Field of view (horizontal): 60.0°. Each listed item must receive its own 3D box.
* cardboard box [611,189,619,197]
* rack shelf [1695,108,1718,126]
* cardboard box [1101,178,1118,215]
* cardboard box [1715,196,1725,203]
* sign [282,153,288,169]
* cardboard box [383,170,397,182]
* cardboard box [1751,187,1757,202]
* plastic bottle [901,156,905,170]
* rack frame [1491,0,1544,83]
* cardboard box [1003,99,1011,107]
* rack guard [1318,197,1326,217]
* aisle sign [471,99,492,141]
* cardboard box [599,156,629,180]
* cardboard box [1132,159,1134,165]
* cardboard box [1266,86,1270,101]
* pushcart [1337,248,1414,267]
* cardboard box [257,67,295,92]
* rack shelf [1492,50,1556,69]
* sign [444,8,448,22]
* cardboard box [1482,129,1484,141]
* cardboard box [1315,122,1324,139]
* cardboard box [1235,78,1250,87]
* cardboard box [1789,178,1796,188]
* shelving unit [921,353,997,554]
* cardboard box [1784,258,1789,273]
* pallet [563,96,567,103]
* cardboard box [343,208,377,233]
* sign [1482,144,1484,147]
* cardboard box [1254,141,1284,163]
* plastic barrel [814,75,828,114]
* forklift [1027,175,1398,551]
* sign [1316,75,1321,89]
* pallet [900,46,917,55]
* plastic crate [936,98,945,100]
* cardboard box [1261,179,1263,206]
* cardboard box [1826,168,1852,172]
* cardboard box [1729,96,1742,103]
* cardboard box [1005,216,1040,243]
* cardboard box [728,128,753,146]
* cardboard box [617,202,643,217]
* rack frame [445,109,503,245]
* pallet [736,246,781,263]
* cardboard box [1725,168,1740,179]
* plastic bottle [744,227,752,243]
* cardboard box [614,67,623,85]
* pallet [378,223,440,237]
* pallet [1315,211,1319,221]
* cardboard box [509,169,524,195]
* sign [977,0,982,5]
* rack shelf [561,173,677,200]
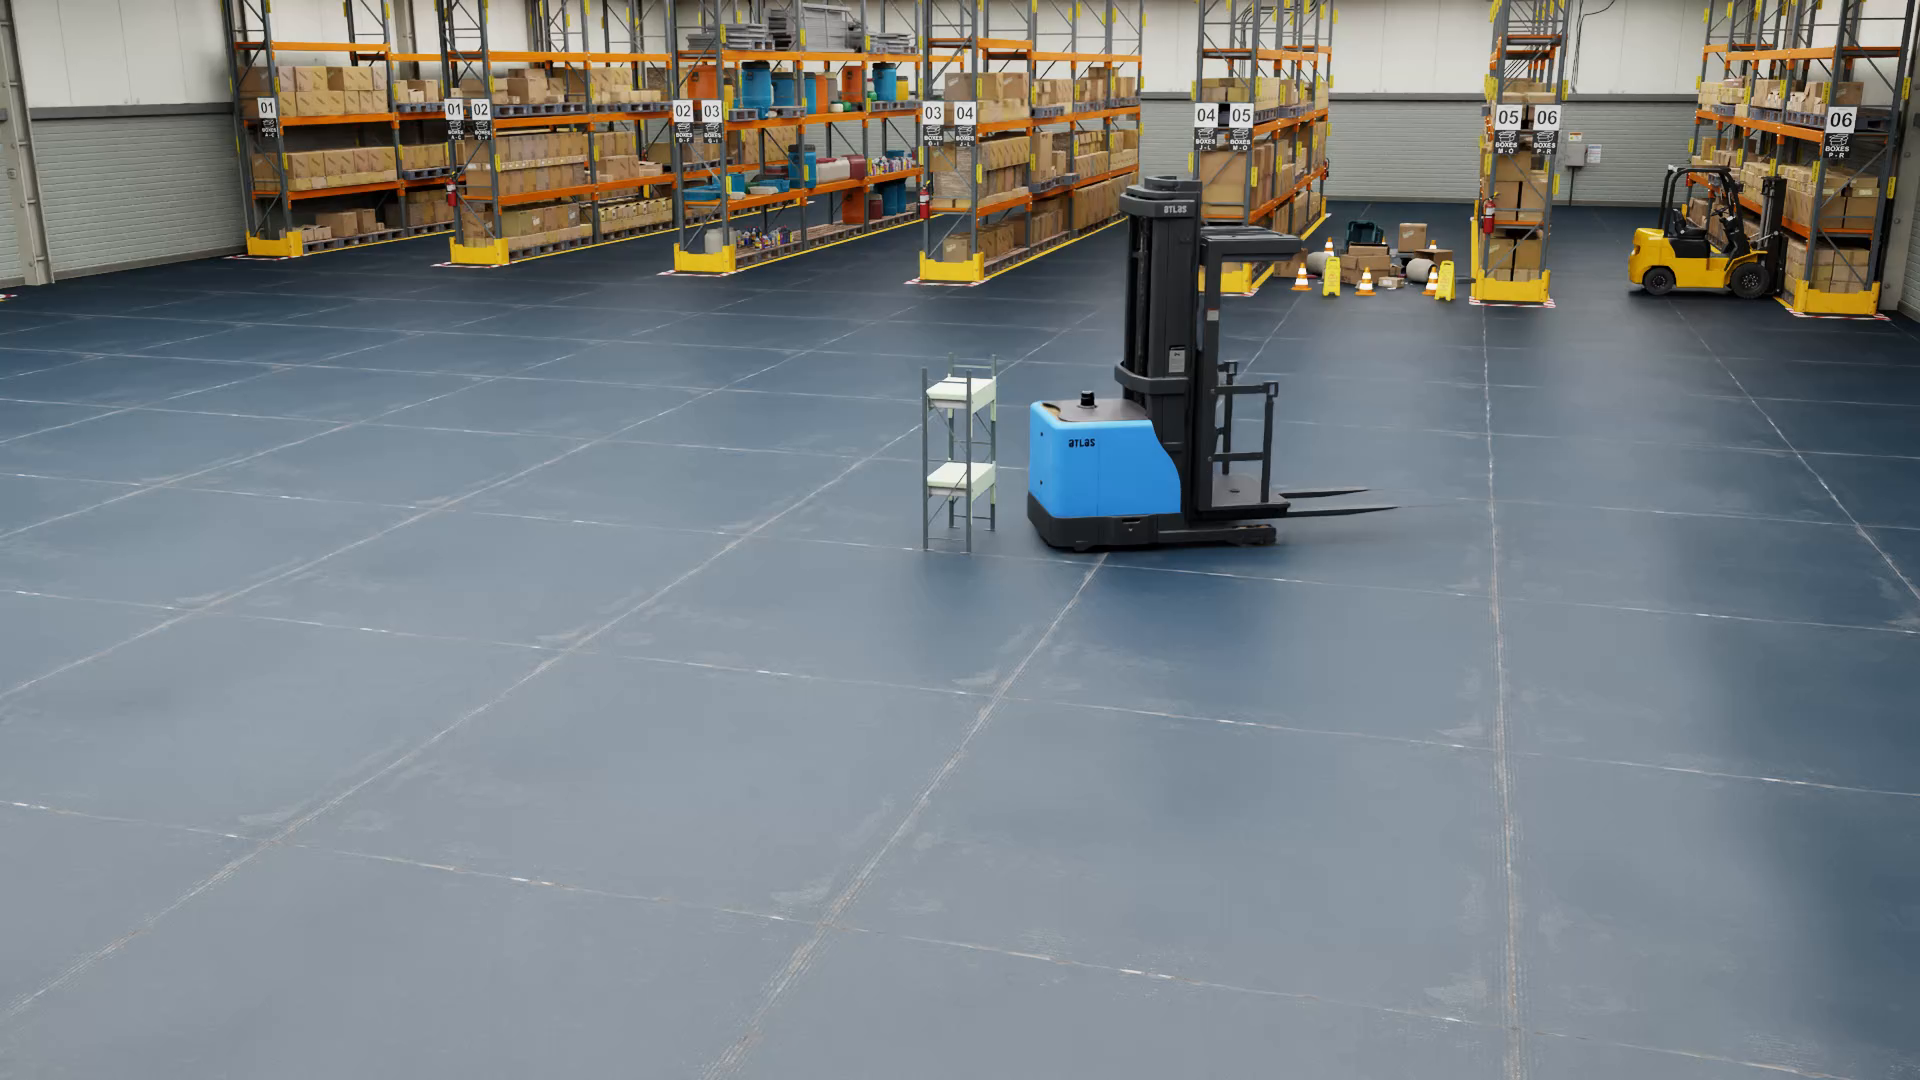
[{"bbox_3d":[-10.265,-10.160,47.964,0.700,0.500,0.500,4,16,14],"label":"cardboard box"},{"bbox_3d":[18.063,-9.883,38.998,1.077,0.370,4.000,5,16,16],"label":"rack shelf"},{"bbox_3d":[3.497,-8.762,42.346,0.875,0.875,0.875,5,16,16],"label":"cardboard box"},{"bbox_3d":[17.196,-7.640,37.344,0.380,0.149,0.250,4,16,15],"label":"cardboard box"},{"bbox_3d":[-13.904,-7.803,34.255,0.100,0.325,0.005,5,16,16],"label":"sign"},{"bbox_3d":[-13.132,-8.265,37.709,0.500,0.250,0.500,5,16,16],"label":"cardboard box"},{"bbox_3d":[15.561,-6.645,32.035,0.500,0.250,0.500,5,17,18],"label":"cardboard box"},{"bbox_3d":[-1.463,-9.510,41.951,0.144,0.351,0.185,5,16,16],"label":"plastic bottle"},{"bbox_3d":[12.735,-11.533,37.999,1.000,3.000,0.127,5,16,16],"label":"rack frame"},{"bbox_3d":[0.775,-8.432,32.109,0.380,0.149,0.250,5,17,18],"label":"cardboard box"},{"bbox_3d":[9.075,-8.828,44.038,1.175,0.500,0.348,5,16,16],"label":"rack guard"},{"bbox_3d":[-9.399,-8.255,32.671,0.394,0.787,0.004,5,16,16],"label":"aisle sign"},{"bbox_3d":[-8.011,-8.608,38.498,0.500,0.500,0.500,5,16,16],"label":"cardboard box"},{"bbox_3d":[4.439,-10.088,44.360,0.380,0.149,0.250,5,16,16],"label":"cardboard box"},{"bbox_3d":[5.362,-8.131,30.280,0.500,0.250,0.500,5,16,16],"label":"cardboard box"},{"bbox_3d":[8.261,-5.456,32.374,1.648,0.377,0.936,-1,16,-3],"label":"pushcart"},{"bbox_3d":[-14.082,-9.492,34.248,0.500,0.500,0.500,3,16,12],"label":"cardboard box"},{"bbox_3d":[11.029,-9.425,32.617,1.077,0.370,4.000,5,16,16],"label":"rack shelf"},{"bbox_3d":[-12.684,-12.975,41.081,0.100,0.325,0.005,5,16,16],"label":"sign"},{"bbox_3d":[13.462,-10.119,41.992,0.500,0.500,0.500,4,16,15],"label":"cardboard box"},{"bbox_3d":[9.061,-10.451,42.619,0.500,0.500,0.500,4,16,14],"label":"cardboard box"},{"bbox_3d":[4.950,-7.883,28.675,0.380,0.149,0.250,5,17,16],"label":"cardboard box"},{"bbox_3d":[14.487,-6.134,28.588,0.380,0.149,0.250,4,16,14],"label":"cardboard box"},{"bbox_3d":[-0.002,-0.720,13.619,0.431,1.500,0.755,5,16,16],"label":"shelving unit"},{"bbox_3d":[14.202,-4.662,28.121,0.500,0.250,0.500,4,16,15],"label":"cardboard box"},{"bbox_3d":[-10.772,-12.181,45.944,1.003,0.211,1.213,5,16,16],"label":"pallet"},{"bbox_3d":[-13.544,-7.209,37.523,0.500,0.500,0.500,3,16,12],"label":"cardboard box"},{"bbox_3d":[11.065,-8.200,35.119,0.100,0.325,0.005,5,16,16],"label":"sign"},{"bbox_3d":[6.400,-8.103,34.886,0.700,0.500,0.500,4,16,15],"label":"cardboard box"},{"bbox_3d":[-3.280,-10.033,37.422,0.600,0.830,0.708,5,16,16],"label":"plastic barrel"},{"bbox_3d":[2.143,-1.492,13.718,3.031,2.935,1.130,-3,16,-10],"label":"forklift"},{"bbox_3d":[8.493,-10.843,39.396,0.100,0.325,0.005,5,16,16],"label":"sign"},{"bbox_3d":[-1.721,-12.183,41.371,1.003,0.211,1.213,5,16,16],"label":"pallet"},{"bbox_3d":[-0.385,-11.907,45.202,0.450,0.188,0.336,5,16,16],"label":"plastic crate"},{"bbox_3d":[5.138,-6.462,30.839,0.875,0.550,0.500,5,16,16],"label":"cardboard box"},{"bbox_3d":[15.236,-6.363,28.849,0.380,0.149,0.250,4,16,15],"label":"cardboard box"},{"bbox_3d":[16.616,-9.384,35.426,0.380,0.149,0.250,5,17,17],"label":"cardboard box"},{"bbox_3d":[1.308,-6.614,35.424,0.700,0.500,0.500,5,16,16],"label":"cardboard box"},{"bbox_3d":[-5.860,-10.815,44.446,0.500,0.500,0.500,5,17,17],"label":"cardboard box"},{"bbox_3d":[-7.745,-7.732,38.833,0.500,0.311,0.500,5,17,17],"label":"cardboard box"},{"bbox_3d":[-9.674,-7.045,33.170,1.000,3.000,0.127,5,16,16],"label":"rack frame"},{"bbox_3d":[-4.365,-5.872,34.146,1.003,0.211,1.213,5,16,16],"label":"pallet"},{"bbox_3d":[16.347,-7.647,34.799,0.500,0.250,0.500,4,16,13],"label":"cardboard box"},{"bbox_3d":[-4.470,-6.415,34.998,0.144,0.351,0.185,4,16,14],"label":"plastic bottle"},{"bbox_3d":[-9.977,-13.253,47.509,0.500,0.500,0.500,5,17,18],"label":"cardboard box"},{"bbox_3d":[-13.068,-7.337,39.310,1.003,0.211,1.213,5,16,16],"label":"pallet"},{"bbox_3d":[8.810,-8.480,43.338,1.003,0.211,1.213,5,16,16],"label":"pallet"},{"bbox_3d":[-9.384,-7.352,34.069,0.700,0.500,0.500,5,17,17],"label":"cardboard box"},{"bbox_3d":[0.343,-9.607,29.353,0.100,0.325,0.005,5,16,16],"label":"sign"},{"bbox_3d":[-7.969,-8.269,38.803,1.077,0.370,4.000,5,16,16],"label":"rack shelf"}]
